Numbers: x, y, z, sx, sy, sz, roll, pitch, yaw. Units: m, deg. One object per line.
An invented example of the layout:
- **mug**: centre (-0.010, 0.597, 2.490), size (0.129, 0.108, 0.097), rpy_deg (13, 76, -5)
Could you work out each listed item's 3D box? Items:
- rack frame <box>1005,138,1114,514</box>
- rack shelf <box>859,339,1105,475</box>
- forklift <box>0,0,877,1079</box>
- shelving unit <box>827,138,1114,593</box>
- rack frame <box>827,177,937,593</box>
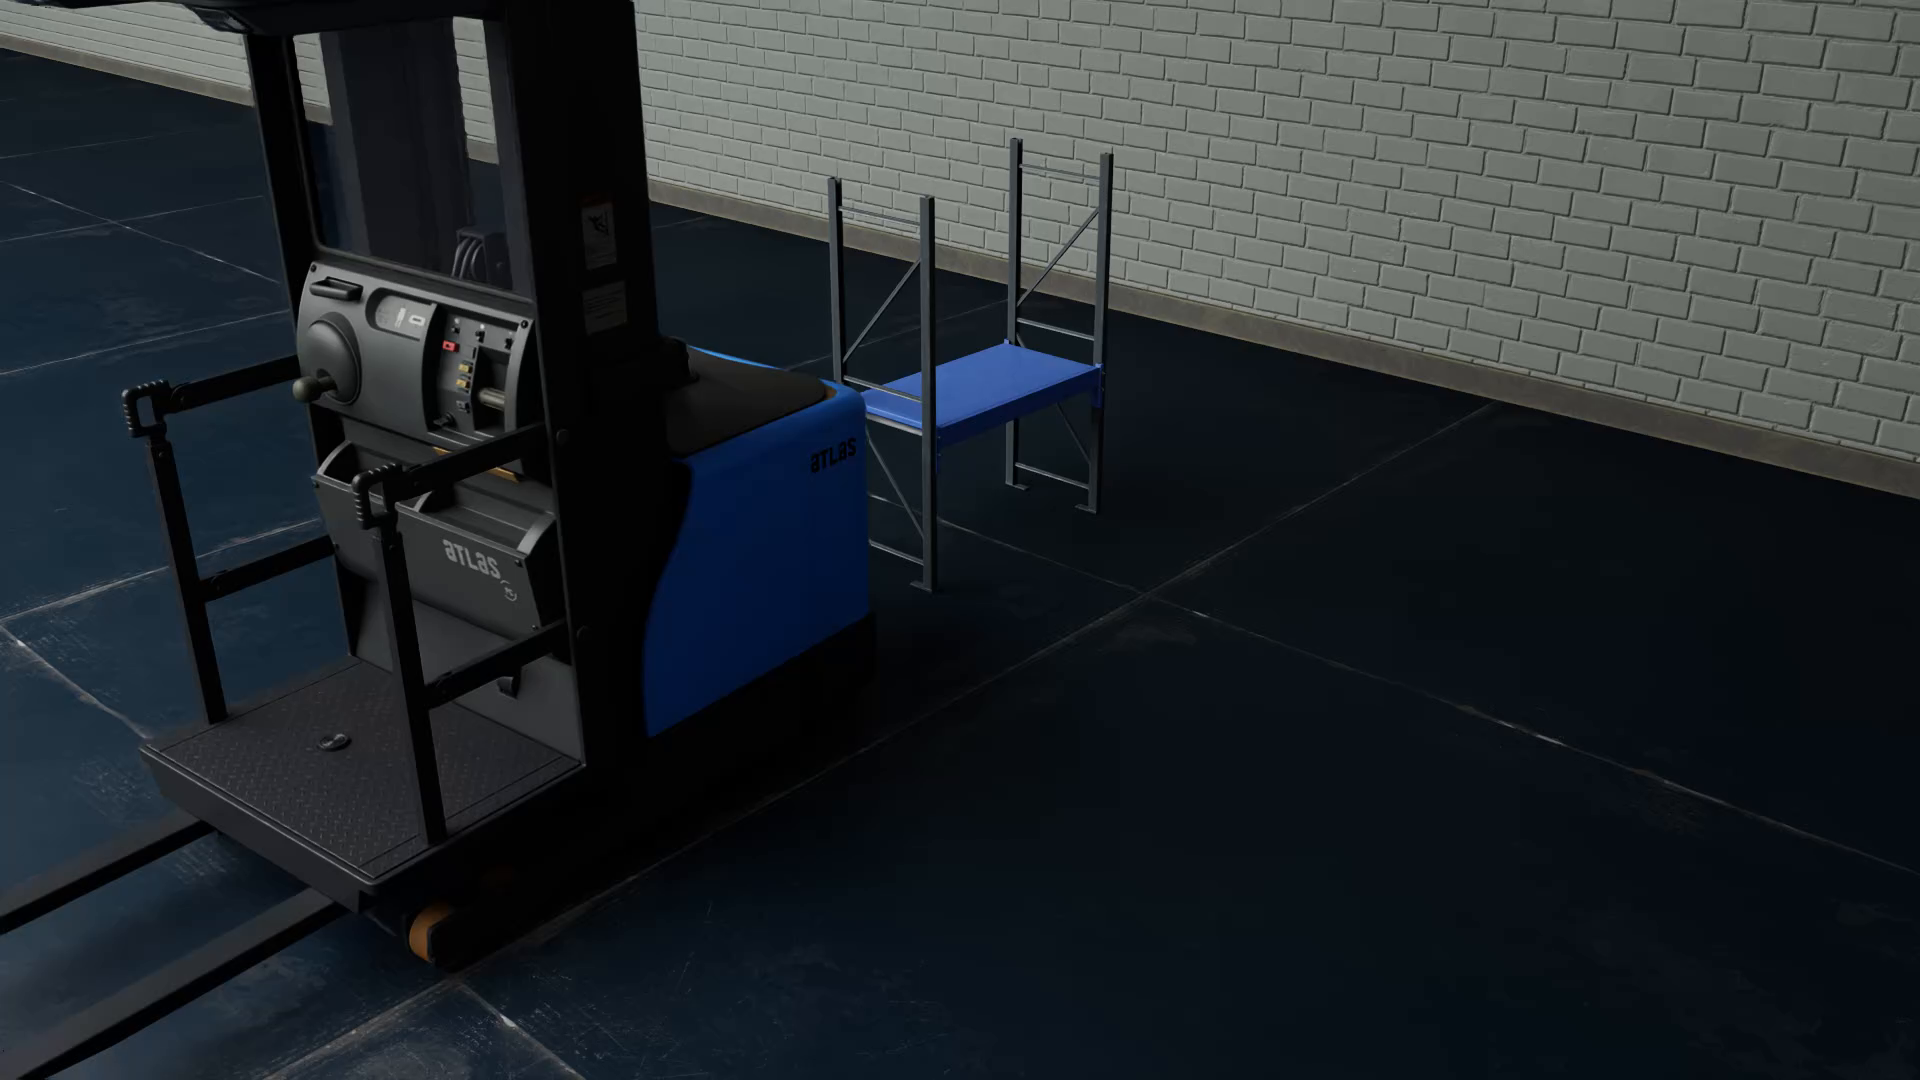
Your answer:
- **rack frame**: centre (0.396, -0.865, 6.847), size (0.500, 1.500, 0.032), rpy_deg (20, 31, 38)
- **rack shelf**: centre (0.057, -0.546, 6.575), size (0.538, 0.185, 1.000), rpy_deg (20, 31, 38)
- **forklift**: centre (-1.564, -0.464, 4.202), size (1.130, 2.935, 3.031), rpy_deg (17, 29, 33)
- **shelving unit**: centre (0.057, -0.710, 6.501), size (0.538, 1.500, 1.048), rpy_deg (20, 31, 38)
- **rack frame**: centre (-0.282, -0.555, 6.156), size (0.500, 1.500, 0.032), rpy_deg (20, 31, 38)
